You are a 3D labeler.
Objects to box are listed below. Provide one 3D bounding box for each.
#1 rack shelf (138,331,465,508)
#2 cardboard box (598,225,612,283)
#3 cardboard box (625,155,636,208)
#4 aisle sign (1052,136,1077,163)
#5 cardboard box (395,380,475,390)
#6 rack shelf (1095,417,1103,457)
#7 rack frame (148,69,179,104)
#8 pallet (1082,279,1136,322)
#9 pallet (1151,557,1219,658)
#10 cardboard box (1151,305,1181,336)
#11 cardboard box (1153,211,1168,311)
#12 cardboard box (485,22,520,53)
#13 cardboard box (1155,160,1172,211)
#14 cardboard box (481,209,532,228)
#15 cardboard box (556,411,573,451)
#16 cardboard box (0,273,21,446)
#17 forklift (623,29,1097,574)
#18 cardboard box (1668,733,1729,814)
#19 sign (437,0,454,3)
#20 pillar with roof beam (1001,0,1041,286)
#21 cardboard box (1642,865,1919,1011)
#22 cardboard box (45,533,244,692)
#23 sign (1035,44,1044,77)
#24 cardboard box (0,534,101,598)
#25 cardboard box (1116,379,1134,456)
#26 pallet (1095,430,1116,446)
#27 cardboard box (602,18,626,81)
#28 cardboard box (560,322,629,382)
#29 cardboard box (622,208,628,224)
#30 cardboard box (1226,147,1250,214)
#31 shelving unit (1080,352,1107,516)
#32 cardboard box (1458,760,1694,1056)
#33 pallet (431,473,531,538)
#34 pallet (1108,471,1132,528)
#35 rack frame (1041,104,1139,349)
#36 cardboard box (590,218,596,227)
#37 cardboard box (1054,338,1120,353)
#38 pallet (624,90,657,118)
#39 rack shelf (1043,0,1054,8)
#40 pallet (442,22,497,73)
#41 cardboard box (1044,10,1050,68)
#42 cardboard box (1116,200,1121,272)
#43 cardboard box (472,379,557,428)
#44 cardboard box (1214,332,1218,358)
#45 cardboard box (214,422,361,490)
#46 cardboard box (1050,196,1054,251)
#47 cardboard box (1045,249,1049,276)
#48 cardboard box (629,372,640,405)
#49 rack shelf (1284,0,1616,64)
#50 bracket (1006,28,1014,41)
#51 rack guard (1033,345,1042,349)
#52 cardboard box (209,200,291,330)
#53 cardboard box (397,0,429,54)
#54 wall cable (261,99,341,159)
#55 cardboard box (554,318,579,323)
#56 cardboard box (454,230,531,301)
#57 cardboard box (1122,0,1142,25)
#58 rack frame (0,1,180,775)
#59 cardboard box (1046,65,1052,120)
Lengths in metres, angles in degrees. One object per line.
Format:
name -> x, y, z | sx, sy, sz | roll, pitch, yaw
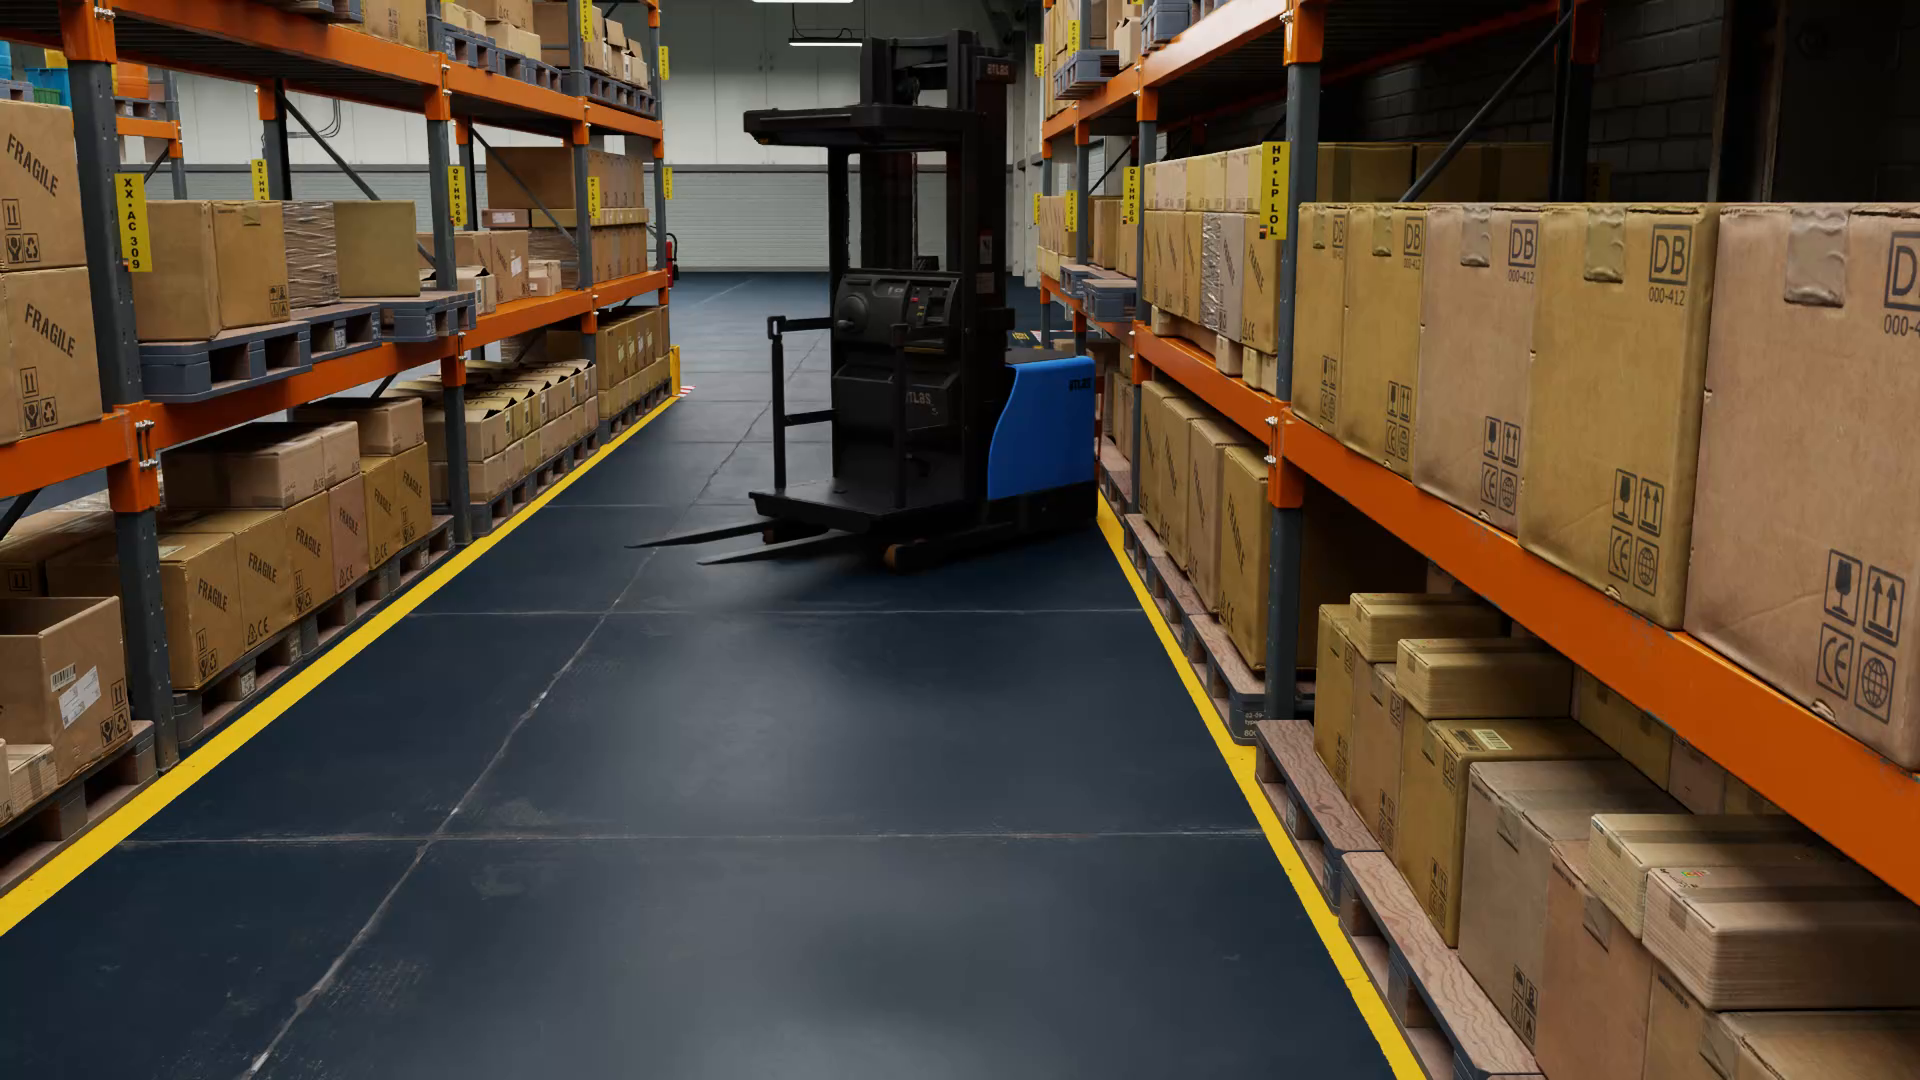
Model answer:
rack shelf -> -3.378, -0.688, 7.714 | 1.077, 0.370, 4.000 | 0, 11, -1
cardboard box -> -3.542, -2.575, 14.954 | 0.700, 0.500, 0.500 | 0, 11, 0
cardboard box -> -3.571, -3.505, 16.277 | 0.700, 0.500, 0.500 | -1, 11, -3
aisle sign -> 1.066, -4.336, 17.350 | 0.394, 0.787, 0.004 | 0, 11, -1
cardboard box -> -3.710, -0.977, 11.781 | 0.500, 0.311, 0.500 | 0, 11, 0
rack shelf -> 0.762, -0.669, 10.726 | 0.215, 0.259, 0.240 | 9, 10, 37
rack frame -> -8.537, -5.949, 16.747 | 1.000, 3.000, 0.127 | 0, 11, -1
pallet -> 1.412, -1.506, 10.421 | 1.213, 0.211, 1.003 | 0, 11, -1
pallet -> 1.496, 0.307, 8.017 | 1.003, 0.211, 1.213 | 0, 11, -1
cardboard box -> 1.225, -1.176, 8.892 | 0.380, 0.149, 0.250 | 0, 11, 1
cardboard box -> 1.289, -1.462, 8.670 | 0.500, 0.500, 0.500 | 0, 11, 1
cardboard box -> -3.485, -3.604, 12.054 | 0.500, 0.250, 0.500 | -1, 12, -7
cardboard box -> 1.296, -1.833, 8.613 | 0.500, 0.250, 0.500 | 0, 11, -2
cardboard box -> -3.722, -2.653, 13.709 | 0.380, 0.149, 0.250 | 0, 11, -1
cardboard box -> -3.184, -0.808, 12.355 | 0.500, 0.250, 0.500 | 0, 11, 0
cardboard box -> -3.058, -0.491, 4.683 | 0.500, 0.500, 0.500 | 0, 11, 0
forklift -> -0.513, -1.364, 9.413 | 1.130, 2.935, 3.031 | 10, 15, 41
cardboard box -> 1.764, 0.517, 3.566 | 0.380, 0.149, 0.250 | 0, 11, 0
sign -> -2.877, -3.163, 9.261 | 0.100, 0.325, 0.005 | 0, 11, -1
pillar with roof beam -> -2.553, -10.607, 39.708 | 9.100, 9.000, 0.548 | 0, 11, -1
cardboard box -> 1.399, 0.669, 2.816 | 0.380, 0.149, 0.250 | 0, 11, -2
cardboard box -> -3.103, 0.270, 6.366 | 0.500, 0.500, 0.500 | -1, 11, -4
sign -> 0.825, -4.945, 17.148 | 0.100, 0.325, 0.005 | 0, 11, -1
cardboard box -> -3.634, 0.270, 6.365 | 0.500, 0.500, 0.500 | 0, 11, -1
cardboard box -> 1.513, -0.894, 12.103 | 0.700, 0.500, 0.500 | 0, 11, -1
pallet -> 1.468, -0.733, 13.140 | 1.003, 0.211, 1.213 | 0, 11, -1
cardboard box -> -3.410, -4.356, 14.773 | 0.797, 0.503, 0.637 | 1, 12, 5
cardboard box -> -3.217, -1.652, 14.629 | 0.500, 0.500, 0.500 | 0, 11, -1
cardboard box -> -3.358, -3.062, 15.727 | 0.380, 0.149, 0.250 | 0, 11, 0
cardboard box -> 1.349, -1.429, 6.624 | 0.500, 0.250, 0.500 | 0, 11, 0
shelving unit -> 0.762, -0.679, 10.724 | 0.215, 1.050, 0.252 | 9, 10, 37
cardboard box -> 1.562, 0.812, 3.741 | 0.700, 0.500, 0.500 | -1, 11, -3
pallet -> -3.398, -0.235, 10.687 | 1.003, 0.211, 1.213 | 0, 11, -1
pallet -> 1.518, -0.248, 10.749 | 1.003, 0.211, 1.213 | 0, 11, -1
rack frame -> 1.368, -3.049, 17.544 | 1.000, 3.000, 0.127 | 0, 11, -1
cardboard box -> -3.327, -2.755, 14.213 | 0.380, 0.149, 0.250 | -1, 11, -3
cardboard box -> 1.269, -1.642, 15.791 | 0.700, 0.500, 0.500 | -1, 12, -5
pallet -> -3.596, -4.314, 16.458 | 1.003, 0.211, 1.213 | 0, 11, -1
rack shelf -> 1.409, -5.238, 15.060 | 1.077, 0.370, 4.000 | 0, 11, -1
pallet -> -3.523, -2.950, 9.986 | 1.213, 0.211, 1.003 | 0, 11, 1
cardboard box -> 1.093, -4.891, 16.260 | 0.500, 0.500, 0.500 | 0, 11, -2
cardboard box -> 1.476, -2.175, 11.880 | 0.700, 0.500, 0.500 | 1, 12, 7
cardboard box -> -3.176, -0.984, 11.815 | 0.500, 0.311, 0.500 | 0, 11, -2
cardboard box -> 1.343, -0.869, 7.381 | 0.380, 0.149, 0.250 | -1, 11, -3
cardboard box -> -3.135, -0.396, 7.763 | 0.500, 0.250, 0.500 | 0, 11, -2
cardboard box -> 1.104, -2.953, 15.513 | 0.500, 0.500, 0.500 | 0, 11, 1
cardboard box -> 1.090, -2.683, 16.065 | 0.500, 0.250, 0.500 | 0, 11, -2
cardboard box -> -3.219, -1.383, 15.193 | 0.500, 0.250, 0.500 | 0, 11, -1
rack shelf -> 1.657, -1.384, 3.600 | 1.077, 0.370, 4.000 | 0, 11, -1
bracket -> 1.334, -12.985, 42.378 | 0.076, 0.066, 4.783 | 0, 11, -1
rack guard -> 1.369, -1.809, 17.719 | 1.175, 0.500, 0.348 | 0, 11, -1
cardboard box -> -3.201, -1.129, 6.772 | 0.700, 0.500, 0.500 | 2, 12, 8
cardboard box -> -3.377, -2.870, 8.867 | 0.910, 0.500, 0.500 | 0, 11, -1
wall cable -> -19.113, -13.981, 47.788 | 2.305, 6.003, 0.169 | 0, 11, -1
cardboard box -> -3.743, -1.749, 15.108 | 0.500, 0.500, 0.500 | 0, 11, -1
cardboard box -> -3.492, -2.024, 12.242 | 0.500, 0.500, 0.500 | 1, 11, 3
cardboard box -> 1.407, -3.625, 11.530 | 0.500, 0.500, 0.500 | -1, 11, -3
rack frame -> -3.337, -0.643, 5.683 | 1.000, 3.000, 0.127 | 0, 11, -1
cardboard box -> 1.100, -4.404, 16.375 | 0.500, 0.500, 0.500 | 1, 11, 3
